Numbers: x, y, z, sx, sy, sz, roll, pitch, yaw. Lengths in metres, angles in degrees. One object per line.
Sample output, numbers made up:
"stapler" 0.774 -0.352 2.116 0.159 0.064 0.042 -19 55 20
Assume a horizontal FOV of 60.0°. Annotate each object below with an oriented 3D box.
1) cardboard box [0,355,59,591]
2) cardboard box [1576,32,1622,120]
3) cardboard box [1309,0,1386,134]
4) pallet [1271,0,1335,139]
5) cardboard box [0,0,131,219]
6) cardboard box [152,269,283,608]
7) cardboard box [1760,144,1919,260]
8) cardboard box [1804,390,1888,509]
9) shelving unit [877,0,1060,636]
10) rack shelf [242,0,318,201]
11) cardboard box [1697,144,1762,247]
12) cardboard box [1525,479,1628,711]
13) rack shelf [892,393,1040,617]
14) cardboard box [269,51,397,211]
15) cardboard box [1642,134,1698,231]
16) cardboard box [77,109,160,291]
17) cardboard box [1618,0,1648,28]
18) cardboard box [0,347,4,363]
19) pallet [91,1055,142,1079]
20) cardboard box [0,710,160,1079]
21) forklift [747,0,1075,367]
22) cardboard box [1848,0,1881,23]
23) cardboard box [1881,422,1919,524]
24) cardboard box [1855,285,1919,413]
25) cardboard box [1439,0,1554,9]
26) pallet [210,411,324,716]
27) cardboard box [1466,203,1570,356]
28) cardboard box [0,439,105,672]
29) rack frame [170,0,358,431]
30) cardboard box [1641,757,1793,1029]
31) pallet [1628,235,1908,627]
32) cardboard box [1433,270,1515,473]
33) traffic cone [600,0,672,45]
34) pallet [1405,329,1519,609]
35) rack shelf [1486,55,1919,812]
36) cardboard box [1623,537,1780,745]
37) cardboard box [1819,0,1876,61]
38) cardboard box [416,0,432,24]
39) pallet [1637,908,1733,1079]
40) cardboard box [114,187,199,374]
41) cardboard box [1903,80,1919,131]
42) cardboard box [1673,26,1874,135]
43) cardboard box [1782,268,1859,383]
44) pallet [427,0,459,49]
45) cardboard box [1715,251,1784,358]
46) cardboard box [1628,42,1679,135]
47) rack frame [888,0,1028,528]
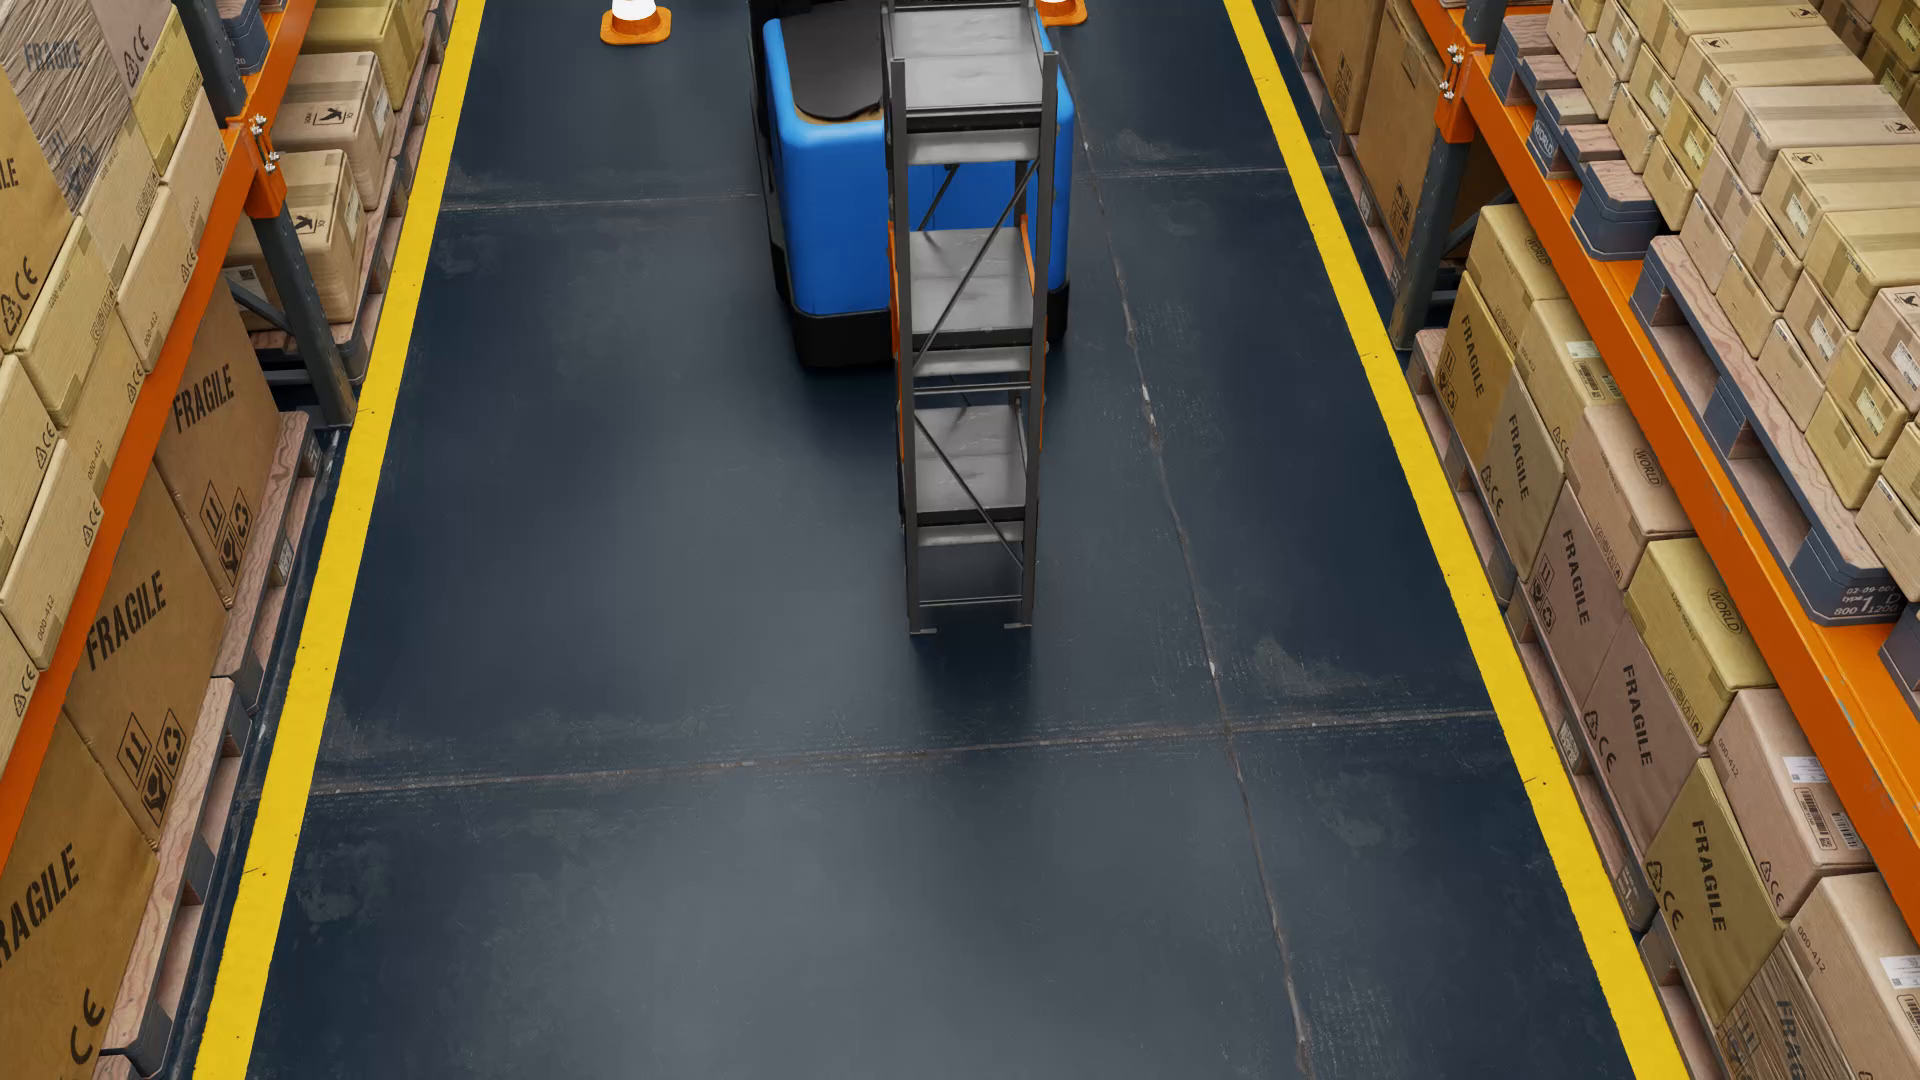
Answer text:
"cardboard box" -2.298 -0.127 3.563 0.500 0.250 0.500 -5 47 -4
"cardboard box" 2.038 -1.359 4.855 0.380 0.149 0.250 -1 47 -1
"cardboard box" 2.141 -2.280 7.104 1.050 0.750 0.750 -3 47 -3
"pallet" 2.089 -2.328 7.809 1.003 0.211 1.213 -3 47 -3
"cardboard box" -2.390 -1.106 3.974 0.500 0.500 0.500 -3 47 -3
"cardboard box" -2.770 -0.366 5.205 0.875 0.875 0.875 -4 47 -4
"cardboard box" 2.136 -0.796 3.912 0.380 0.149 0.250 -2 47 -2
"cardboard box" 2.171 -0.212 3.769 0.380 0.149 0.250 -2 47 -2
"shelving unit" 0.014 -0.602 4.874 0.431 2.100 0.503 -3 47 -3
"rack shelf" -2.913 -2.657 6.695 1.077 0.370 4.000 -3 47 -3
"cardboard box" 2.111 -0.877 4.194 0.380 0.149 0.250 -3 47 -3
"cardboard box" 2.077 0.146 4.978 0.500 0.500 0.500 -5 47 -4
"rack shelf" 0.014 -0.112 5.392 0.431 0.518 0.480 -3 47 -3
"cardboard box" -2.852 -1.640 6.758 0.950 0.372 0.625 -4 47 -4
"cardboard box" 2.085 -0.968 4.485 0.380 0.149 0.250 -2 47 -1
"cardboard box" -2.405 -0.871 4.268 0.500 0.250 0.500 -5 47 -4
"cardboard box" 2.050 -1.553 4.629 0.380 0.149 0.250 -5 47 -4
"cardboard box" -2.320 -0.380 3.286 0.500 0.500 0.500 -4 47 -4
"pallet" -2.550 1.842 3.860 1.003 0.211 1.213 -3 47 -3
"cardboard box" -2.625 0.927 3.981 0.875 0.875 0.875 -2 47 -2
"forklift" -0.336 -2.744 6.330 1.130 2.935 3.031 -7 47 -6
"cardboard box" 2.696 -1.585 4.659 0.380 0.149 0.250 -4 47 -4
"cardboard box" 2.195 -0.129 3.485 0.380 0.149 0.250 -6 47 -5
"cardboard box" 2.178 -0.421 3.557 0.380 0.149 0.250 -5 47 -5
"cardboard box" 1.874 -2.175 5.675 0.500 0.500 0.500 -3 47 -3
"pallet" -2.754 0.077 5.532 1.003 0.211 1.213 -3 47 -3
"cardboard box" 1.996 -0.860 5.414 0.500 0.250 0.500 -5 47 -5
"cardboard box" -2.289 0.046 3.744 0.500 0.250 0.500 -4 47 -4
"rack frame" -2.745 -1.457 5.064 1.000 3.000 0.127 -3 47 -3
"cardboard box" 2.158 0.887 4.276 0.500 0.500 0.500 -4 47 -4
"pallet" 2.386 -0.335 4.134 1.003 0.211 1.213 -3 47 -3
"cardboard box" 1.984 -0.588 5.674 0.500 0.500 0.500 -5 47 -5
"traffic cone" -1.581 -2.667 7.957 0.336 0.463 0.334 -3 47 -3
"pallet" 2.243 -0.307 5.895 1.003 0.211 1.213 -3 47 -3
"rack shelf" 2.347 -0.204 4.238 0.919 0.124 3.809 -3 47 -3
"cardboard box" 2.112 0.243 4.370 0.500 0.250 0.500 -5 47 -5
"cardboard box" 2.698 -1.468 4.754 0.380 0.149 0.250 -2 47 -2
"cardboard box" -2.970 -2.692 7.755 0.950 0.372 0.625 -1 47 -1
"pallet" 2.447 1.459 4.223 1.003 0.211 1.213 -3 47 -3
"cardboard box" -2.386 -0.686 4.438 0.500 0.250 0.500 -3 47 -3
"cardboard box" 2.743 -1.097 4.402 0.380 0.149 0.250 -3 47 -3
"cardboard box" 2.088 -1.184 4.279 0.380 0.149 0.250 -5 47 -5
"cardboard box" 2.155 -0.503 3.839 0.380 0.149 0.250 -2 47 -2
"pallet" -3.013 -2.829 8.284 1.003 0.211 1.213 -3 47 -3
"cardboard box" 2.128 -0.594 4.130 0.380 0.149 0.250 -3 47 -3
"cardboard box" 2.070 -1.240 4.538 0.380 0.149 0.250 -5 47 -5
"rack frame" -0.007 -0.779 5.041 0.400 2.100 0.015 -3 47 -3
